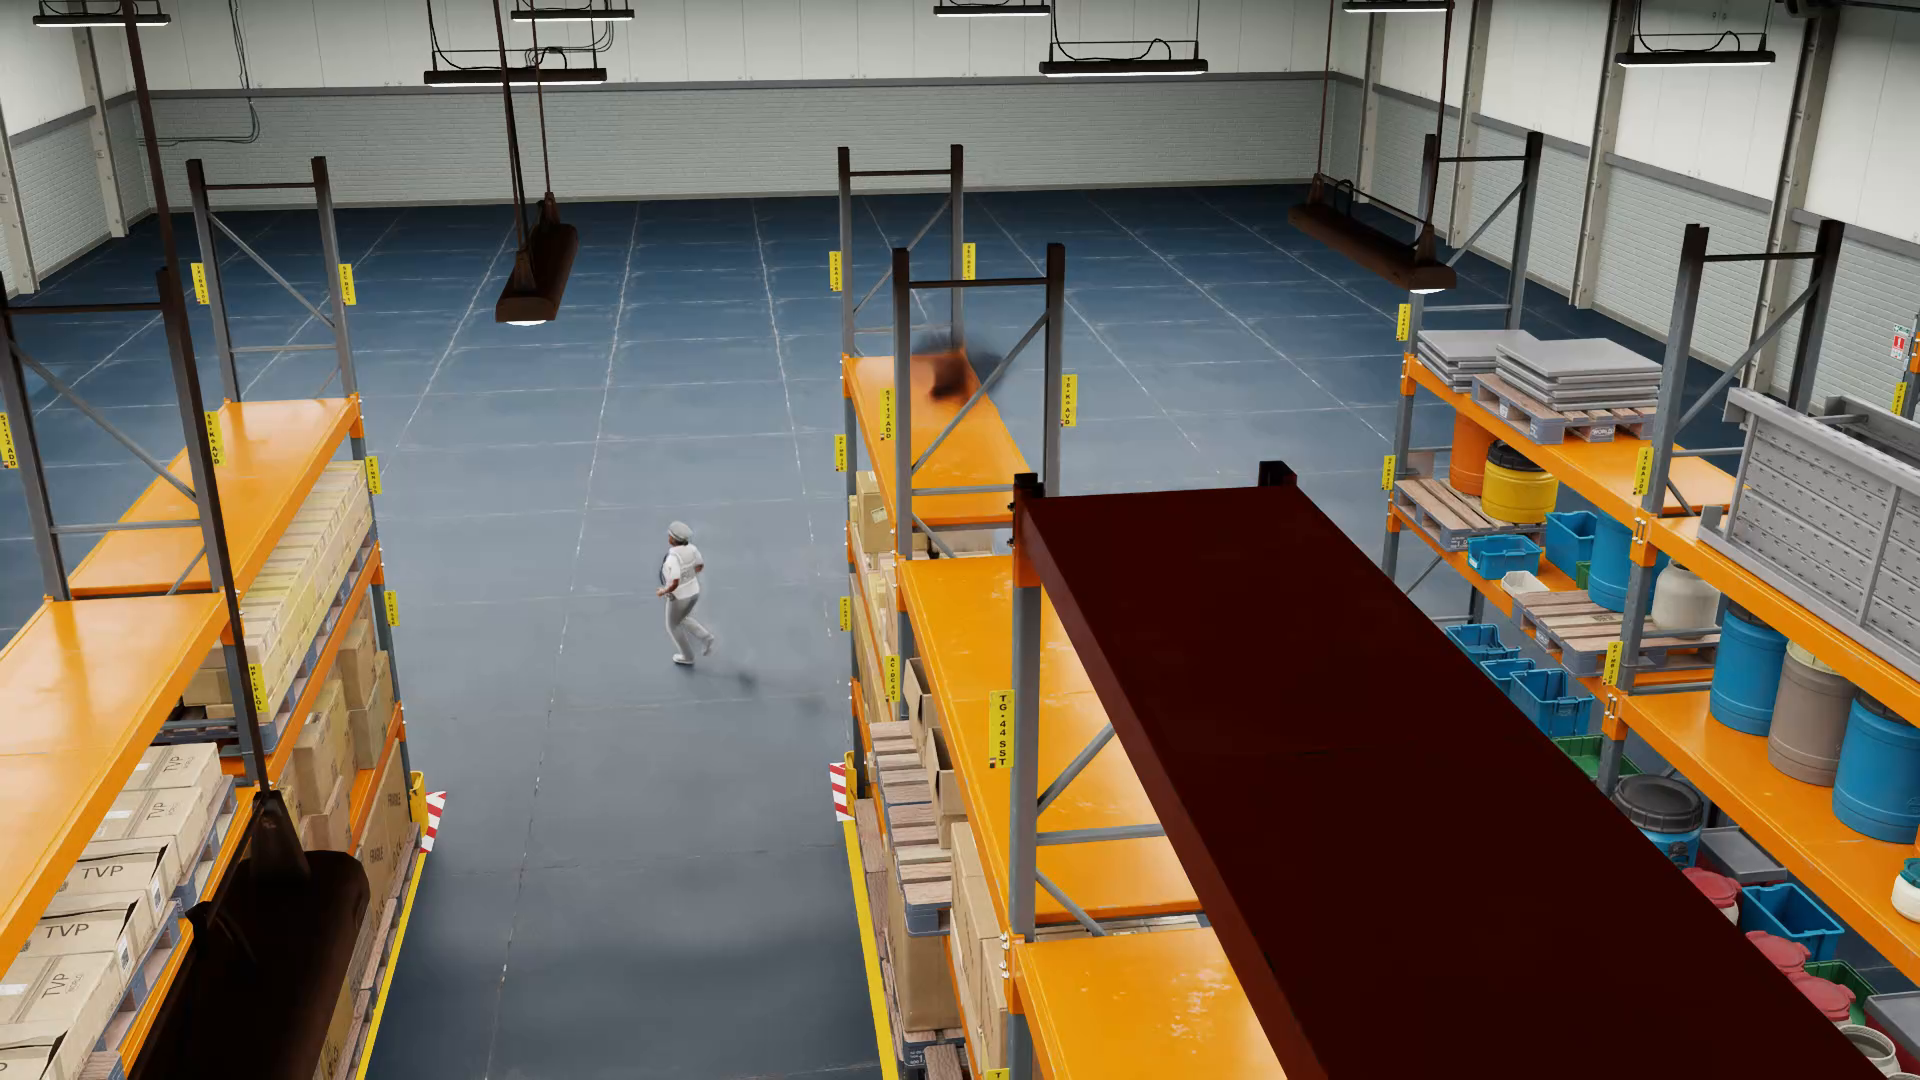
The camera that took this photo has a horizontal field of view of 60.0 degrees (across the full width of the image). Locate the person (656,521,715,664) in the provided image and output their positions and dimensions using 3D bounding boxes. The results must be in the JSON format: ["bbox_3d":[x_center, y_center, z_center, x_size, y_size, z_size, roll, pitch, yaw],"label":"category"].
[{"bbox_3d":[-2.964,0.587,17.914,0.548,1.655,0.564,10,24,23],"label":"person"}]
